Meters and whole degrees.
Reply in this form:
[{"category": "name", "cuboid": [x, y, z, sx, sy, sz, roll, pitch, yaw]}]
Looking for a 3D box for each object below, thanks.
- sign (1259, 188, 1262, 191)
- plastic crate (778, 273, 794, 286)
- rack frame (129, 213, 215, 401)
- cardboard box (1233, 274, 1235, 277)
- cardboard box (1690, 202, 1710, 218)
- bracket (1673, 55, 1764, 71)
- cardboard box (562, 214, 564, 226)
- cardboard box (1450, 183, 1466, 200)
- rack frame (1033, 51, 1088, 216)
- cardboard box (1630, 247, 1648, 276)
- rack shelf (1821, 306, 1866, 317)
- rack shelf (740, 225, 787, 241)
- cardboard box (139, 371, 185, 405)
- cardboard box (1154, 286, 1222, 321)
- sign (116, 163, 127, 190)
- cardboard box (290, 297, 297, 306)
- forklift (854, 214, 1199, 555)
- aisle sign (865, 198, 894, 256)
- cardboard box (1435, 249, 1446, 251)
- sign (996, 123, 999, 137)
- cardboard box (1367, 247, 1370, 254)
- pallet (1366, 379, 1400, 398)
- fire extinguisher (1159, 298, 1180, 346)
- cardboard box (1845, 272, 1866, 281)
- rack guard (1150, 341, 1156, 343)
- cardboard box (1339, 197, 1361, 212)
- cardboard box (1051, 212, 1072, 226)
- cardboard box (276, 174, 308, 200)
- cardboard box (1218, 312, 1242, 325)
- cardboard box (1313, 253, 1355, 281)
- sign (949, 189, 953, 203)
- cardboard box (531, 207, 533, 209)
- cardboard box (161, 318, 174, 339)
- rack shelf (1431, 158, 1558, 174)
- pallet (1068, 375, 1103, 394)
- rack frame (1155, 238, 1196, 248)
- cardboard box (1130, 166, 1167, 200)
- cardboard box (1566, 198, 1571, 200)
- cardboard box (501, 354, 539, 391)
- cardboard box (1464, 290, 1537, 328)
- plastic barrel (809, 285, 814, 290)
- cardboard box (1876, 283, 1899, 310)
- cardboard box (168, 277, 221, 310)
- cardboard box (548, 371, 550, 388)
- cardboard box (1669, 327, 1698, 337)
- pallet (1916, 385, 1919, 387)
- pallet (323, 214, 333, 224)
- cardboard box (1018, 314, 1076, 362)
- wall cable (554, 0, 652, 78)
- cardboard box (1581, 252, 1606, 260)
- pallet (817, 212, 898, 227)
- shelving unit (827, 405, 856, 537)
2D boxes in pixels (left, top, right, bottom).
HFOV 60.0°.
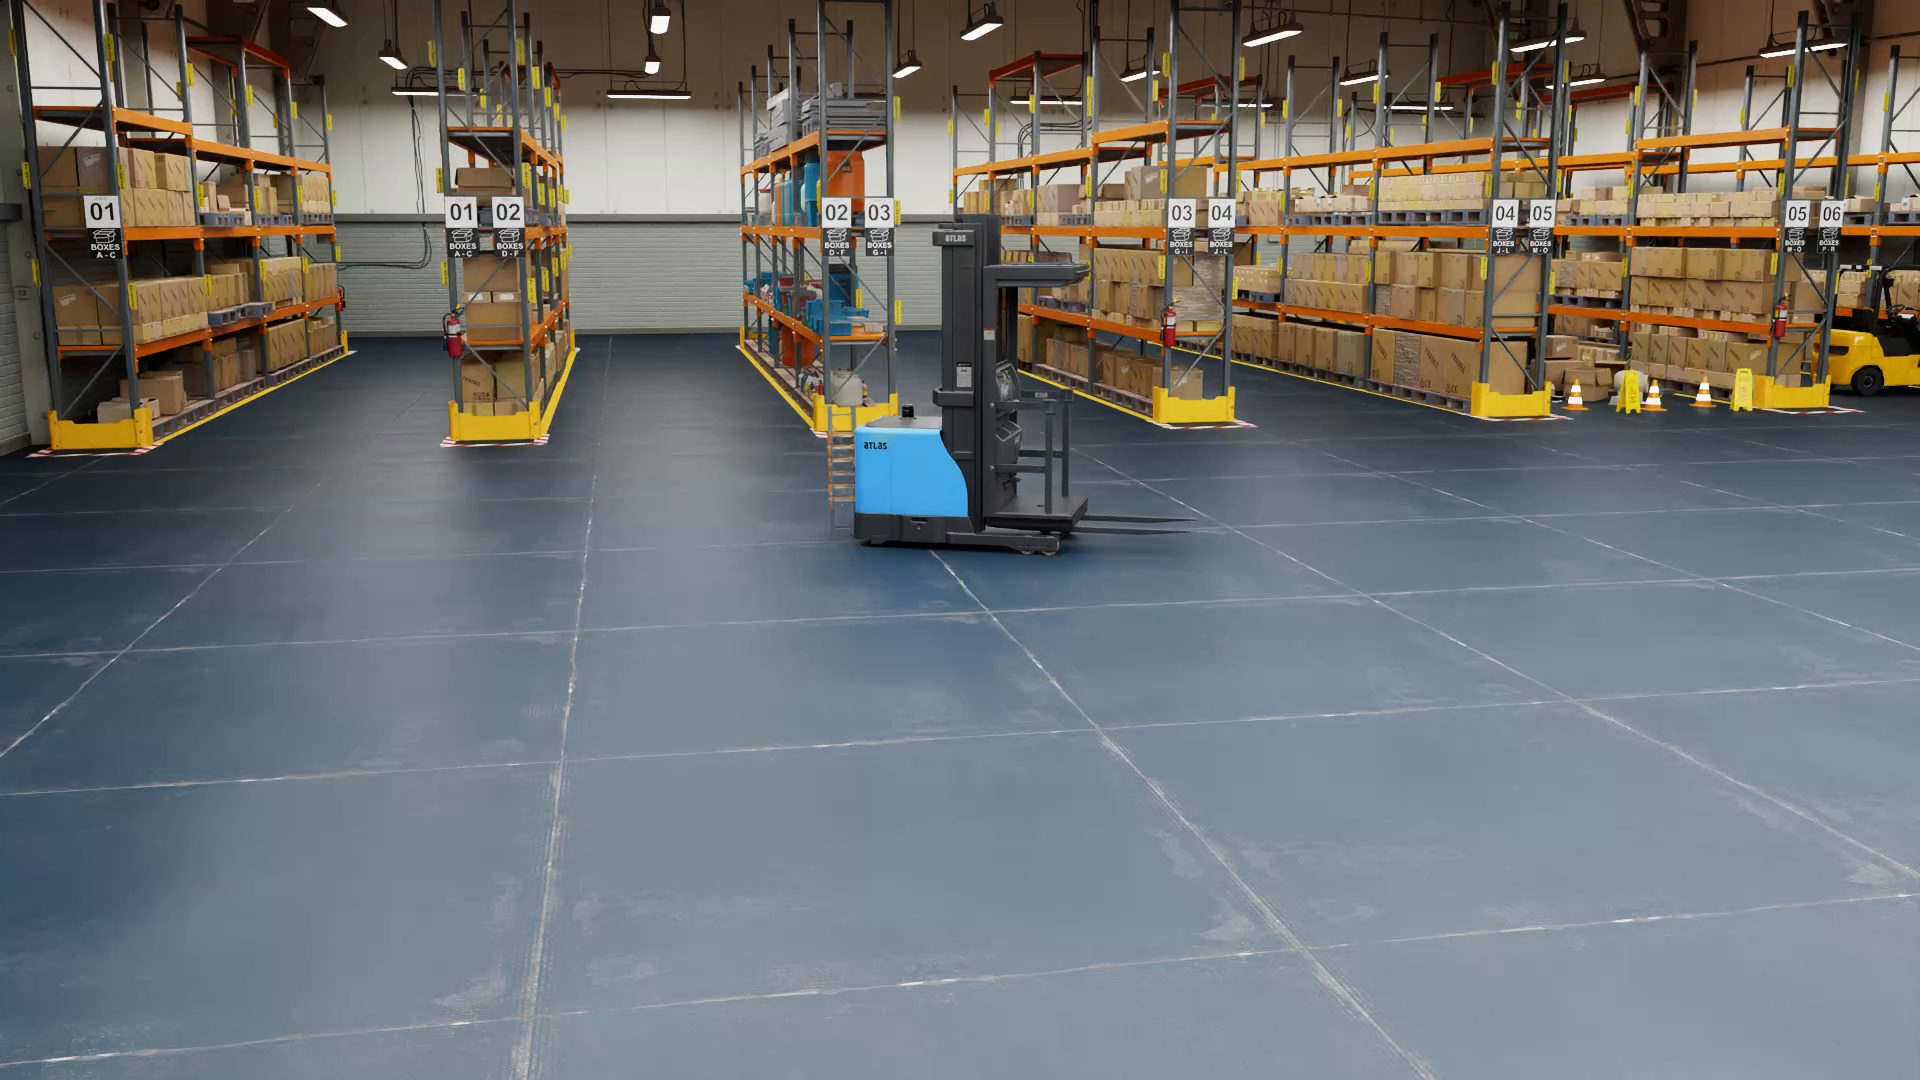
[{"category": "sign", "cuboid": [6.542, -7.517, 36.261, 0.100, 0.325, 0.005, -2, 11, -11]}, {"category": "plastic crate", "cuboid": [-3.673, -5.467, 35.617, 0.402, 0.464, 0.583, -2, 11, -11]}, {"category": "rack frame", "cuboid": [-11.907, -3.405, 25.119, 1.000, 3.000, 0.127, -2, 11, -11]}, {"category": "cardboard box", "cuboid": [5.884, -5.474, 34.743, 0.380, 0.149, 0.250, -2, 11, -12]}, {"category": "cardboard box", "cuboid": [12.502, -5.482, 27.614, 0.500, 0.250, 0.500, -2, 11, -10]}, {"category": "bracket", "cuboid": [16.688, -10.266, 35.491, 0.076, 0.066, 4.783, -2, 11, -11]}, {"category": "cardboard box", "cuboid": [-8.827, -6.919, 35.958, 0.500, 0.250, 0.500, -2, 11, -11]}, {"category": "cardboard box", "cuboid": [7.867, -5.347, 25.511, 0.500, 0.250, 0.500, -2, 11, -11]}, {"category": "rack frame", "cuboid": [1.891, -7.626, 31.251, 1.000, 3.000, 0.127, -2, 11, -11]}, {"category": "cardboard box", "cuboid": [12.263, -4.904, 29.255, 0.700, 0.500, 0.500, -2, 11, -12]}, {"category": "rack shelf", "cuboid": [16.869, -4.501, 32.798, 1.077, 0.370, 4.000, -2, 11, -11]}, {"category": "rack shelf", "cuboid": [-4.134, -6.720, 36.435, 1.077, 0.370, 4.000, -2, 11, -11]}, {"category": "cardboard box", "cuboid": [-11.666, -2.205, 24.319, 0.500, 0.500, 0.500, -3, 11, -15]}, {"category": "cardboard box", "cuboid": [3.367, -3.509, 24.602, 0.875, 0.500, 0.500, -2, 11, -11]}, {"category": "sign", "cuboid": [-10.597, -4.594, 21.006, 0.100, 0.325, 0.005, -2, 11, -11]}, {"category": "cardboard box", "cuboid": [-12.932, -4.566, 31.837, 0.380, 0.149, 0.250, -2, 11, -11]}, {"category": "forklift", "cuboid": [0.616, -1.415, 14.846, 3.031, 2.935, 1.130, 2, 11, 12]}, {"category": "aisle sign", "cuboid": [-1.110, -4.306, 22.901, 0.394, 0.787, 0.004, -2, 11, -11]}, {"category": "cardboard box", "cuboid": [10.764, -6.130, 36.494, 0.500, 0.500, 0.500, -2, 11, -11]}, {"category": "sign", "cuboid": [0.871, -9.609, 38.956, 0.100, 0.325, 0.005, -2, 11, -11]}, {"category": "cardboard box", "cuboid": [10.085, -6.760, 39.804, 0.500, 0.500, 0.500, -2, 11, -11]}, {"category": "pallet", "cuboid": [7.625, -2.595, 28.321, 1.003, 0.211, 1.213, -2, 11, -11]}, {"category": "fire extinguisher", "cuboid": [3.018, -3.136, 23.912, 0.296, 0.674, 0.183, -2, 11, -11]}, {"category": "cardboard box", "cuboid": [16.906, -4.956, 31.265, 0.380, 0.149, 0.250, -2, 11, -12]}, {"category": "rack guard", "cuboid": [5.235, -5.067, 40.532, 1.175, 0.500, 0.348, -2, 11, -11]}, {"category": "cardboard box", "cuboid": [7.098, -5.981, 29.641, 0.500, 0.250, 0.500, -2, 11, -11]}, {"category": "cardboard box", "cuboid": [1.942, -5.796, 30.056, 0.500, 0.250, 0.500, -2, 11, -10]}, {"category": "cardboard box", "cuboid": [-13.326, -7.037, 33.183, 0.500, 0.500, 0.500, -2, 11, -12]}, {"category": "cardboard box", "cuboid": [5.883, -4.776, 35.879, 0.500, 0.250, 0.500, -3, 11, -14]}, {"category": "cardboard box", "cuboid": [7.055, -5.112, 31.144, 0.700, 0.500, 0.500, -2, 11, -12]}, {"category": "sign", "cuboid": [-0.210, -8.069, 39.051, 0.100, 0.325, 0.005, -2, 11, -11]}, {"category": "cardboard box", "cuboid": [-7.360, -5.545, 27.617, 0.500, 0.250, 0.500, -3, 11, -16]}, {"category": "cardboard box", "cuboid": [-11.121, -2.897, 22.797, 0.500, 0.250, 0.500, -2, 11, -12]}, {"category": "rack shelf", "cuboid": [11.223, -7.804, 35.177, 1.077, 0.370, 4.000, -2, 11, -11]}, {"category": "pallet", "cuboid": [2.517, -2.719, 28.969, 1.003, 0.211, 1.213, -2, 11, -11]}, {"category": "rack frame", "cuboid": [5.220, -6.308, 40.372, 1.000, 3.000, 0.127, -2, 11, -11]}, {"category": "cardboard box", "cuboid": [2.898, -5.402, 25.184, 0.500, 0.500, 0.500, -2, 11, -11]}, {"category": "cardboard box", "cuboid": [14.956, -8.204, 40.575, 0.500, 0.250, 0.500, -2, 11, -12]}, {"category": "cardboard box", "cuboid": [-6.446, -2.458, 24.367, 0.500, 0.500, 0.500, -2, 11, -11]}, {"category": "cardboard box", "cuboid": [8.216, -3.514, 25.289, 0.875, 0.550, 0.550, -2, 11, -11]}, {"category": "plastic barrel", "cuboid": [-2.475, -4.296, 29.499, 0.421, 0.512, 0.421, 0, 11, 0]}, {"category": "cardboard box", "cuboid": [17.089, -4.446, 30.317, 0.500, 0.500, 0.500, -2, 11, -13]}, {"category": "cardboard box", "cuboid": [-12.074, -3.868, 26.105, 0.700, 0.500, 0.500, -1, 11, -5]}, {"category": "cardboard box", "cuboid": [-6.982, -2.618, 27.216, 0.500, 0.250, 0.500, -2, 11, -10]}, {"category": "cardboard box", "cuboid": [12.363, -3.562, 28.433, 0.380, 0.149, 0.250, -1, 11, -8]}, {"category": "pallet", "cuboid": [17.613, -2.746, 29.112, 1.003, 0.211, 1.213, -2, 11, -11]}, {"category": "pallet", "cuboid": [-14.086, -6.900, 35.697, 1.003, 0.211, 1.213, -2, 11, -11]}, {"category": "cardboard box", "cuboid": [1.778, -3.969, 32.641, 1.225, 0.875, 0.875, -3, 11, -14]}, {"category": "wall cable", "cuboid": [-9.301, -13.004, 42.141, 3.097, 2.526, 0.112, -2, 11, -11]}, {"category": "cardboard box", "cuboid": [12.207, -5.470, 32.046, 0.380, 0.149, 0.250, -3, 11, -14]}, {"category": "pallet", "cuboid": [-1.476, -4.568, 23.710, 1.003, 0.211, 1.213, -2, 11, -11]}, {"category": "shelving unit", "cuboid": [-1.077, -0.632, 15.320, 0.258, 1.200, 0.189, -2, 3, -10]}]
